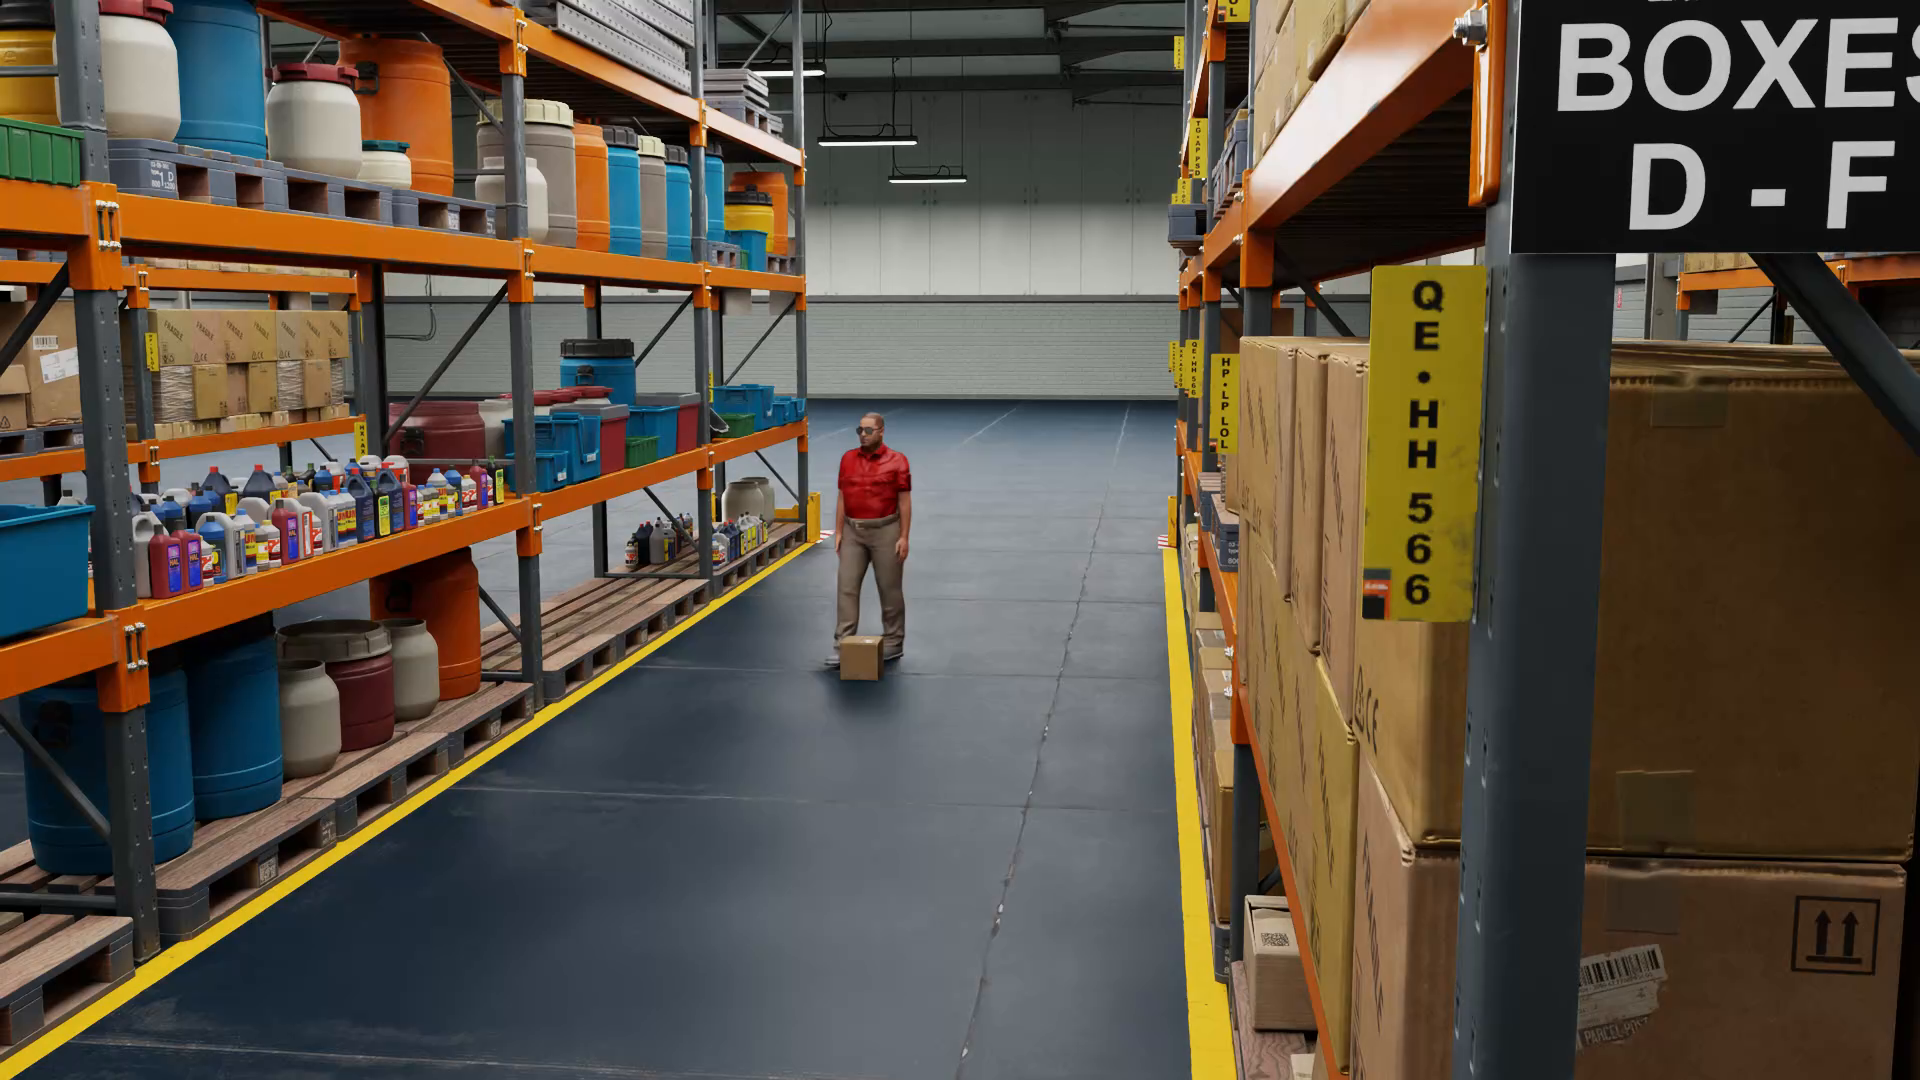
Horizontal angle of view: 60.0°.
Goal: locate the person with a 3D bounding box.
[{"bbox_3d":[-0.639,-0.006,11.358,0.541,1.719,0.620,2,8,16],"label":"person"}]
